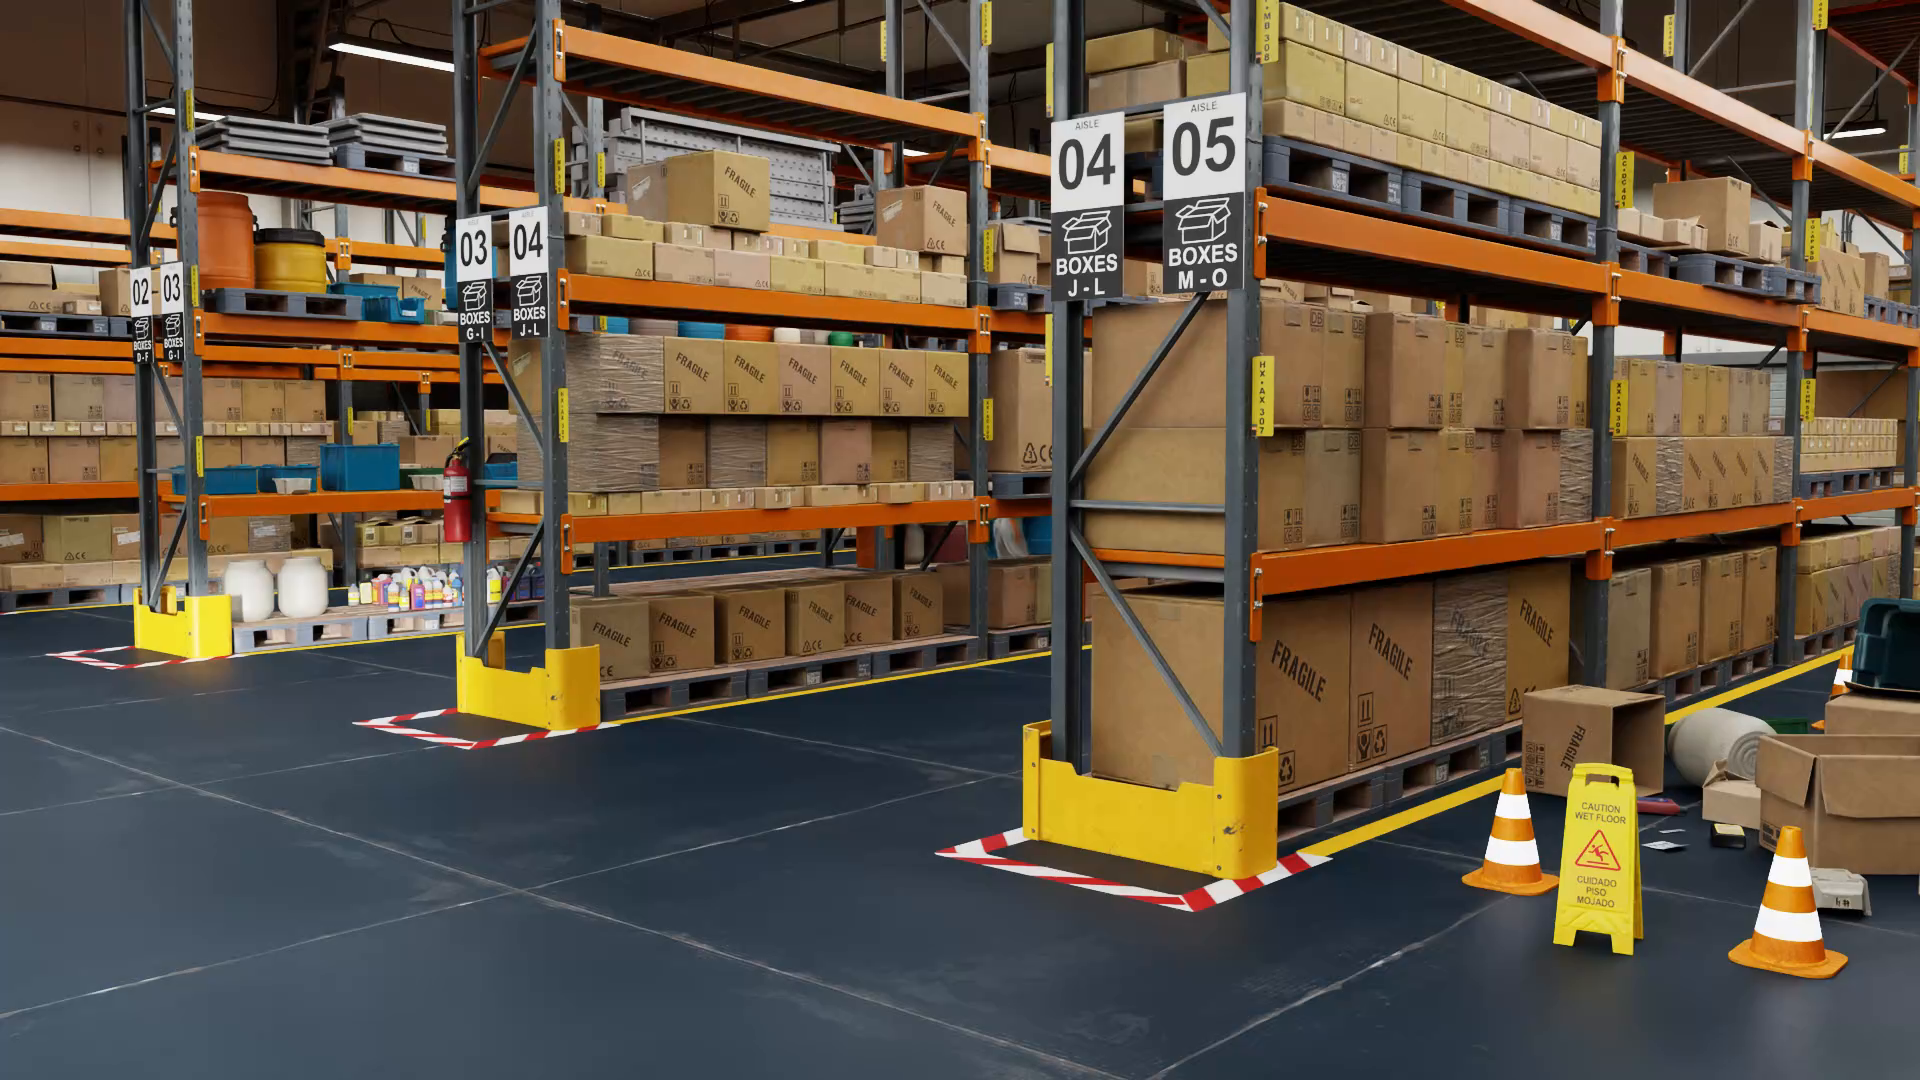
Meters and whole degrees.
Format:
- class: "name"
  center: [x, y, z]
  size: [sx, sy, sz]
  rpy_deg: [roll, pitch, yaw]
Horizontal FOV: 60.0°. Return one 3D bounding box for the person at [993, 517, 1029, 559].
- class: "person"
  center: [0.512, -0.055, 16.587]
  size: [0.441, 1.716, 0.502]
  rpy_deg: [-1, 4, -17]
